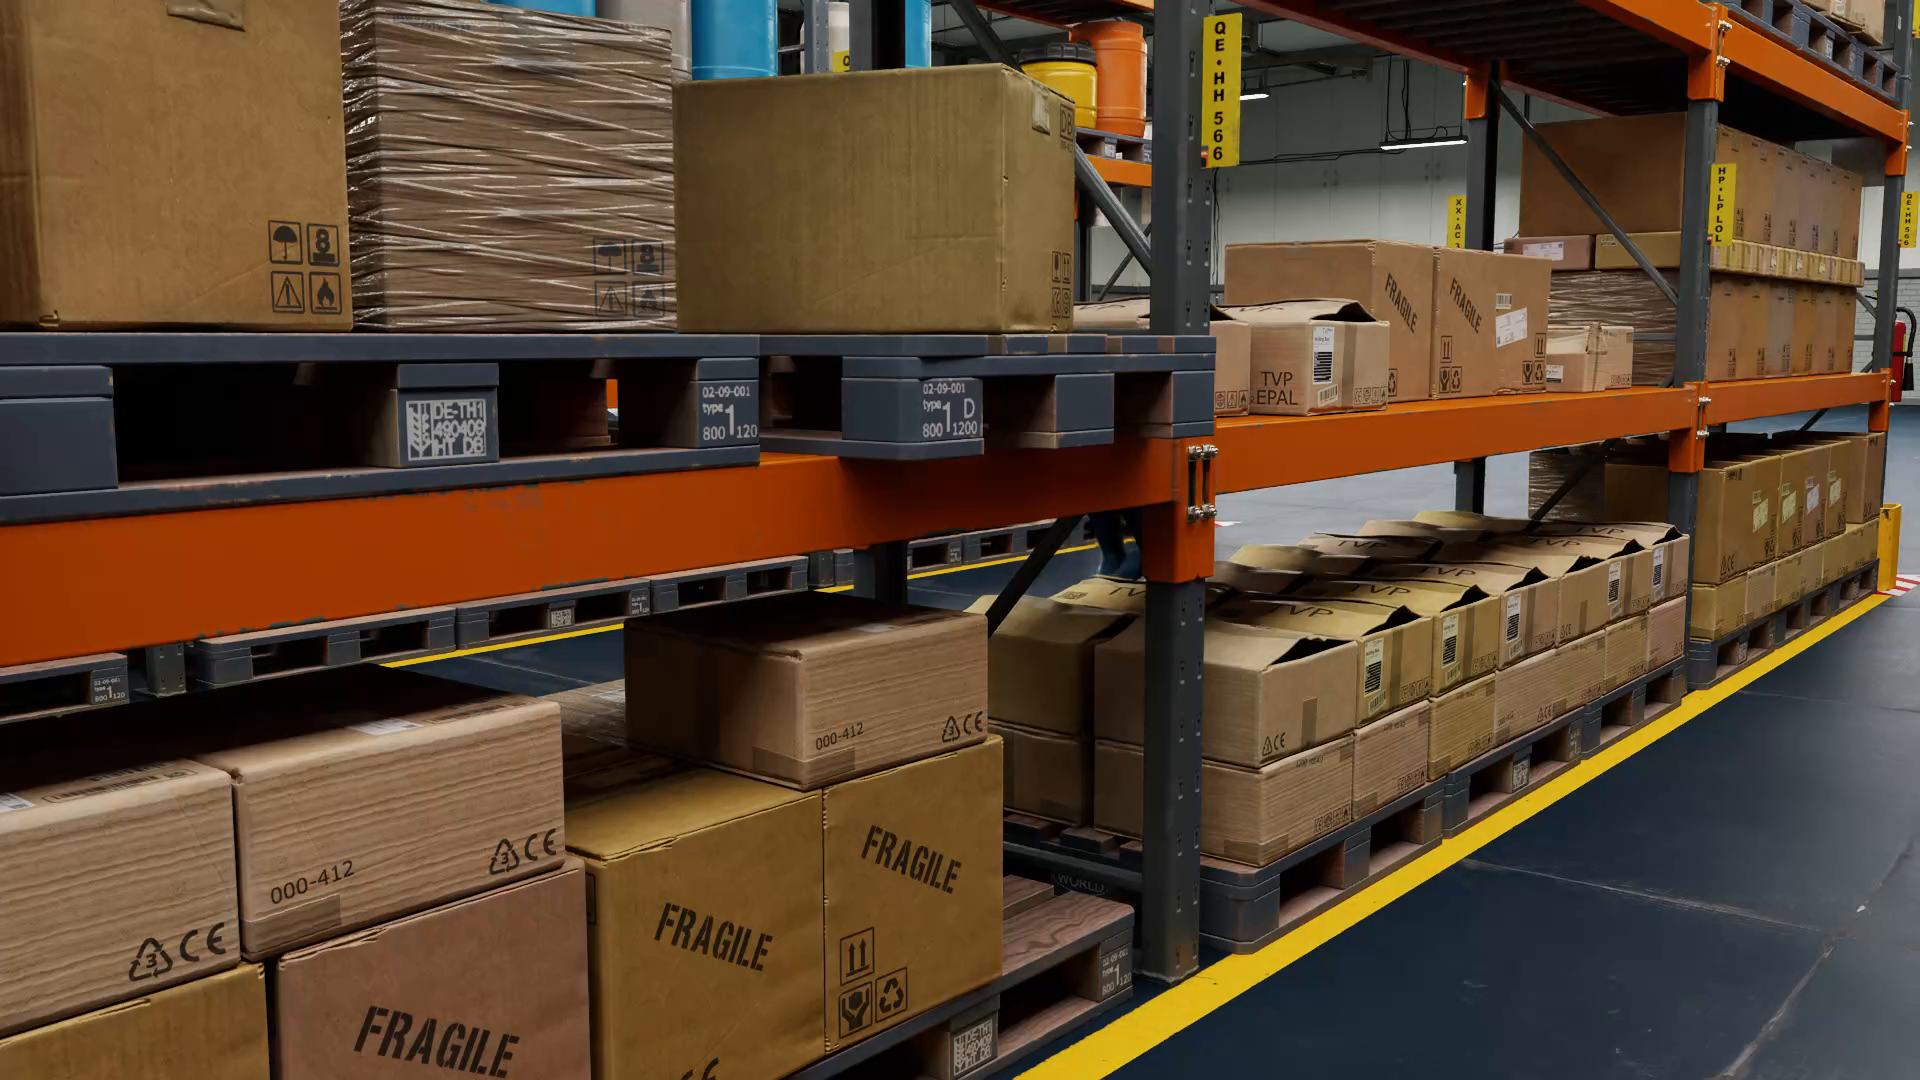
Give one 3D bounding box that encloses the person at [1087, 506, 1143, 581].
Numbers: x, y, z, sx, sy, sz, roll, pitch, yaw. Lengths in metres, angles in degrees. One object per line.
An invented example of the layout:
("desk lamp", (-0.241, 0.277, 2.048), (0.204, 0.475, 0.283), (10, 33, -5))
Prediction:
("person", (0.792, -0.243, 8.280), (0.609, 1.495, 0.579), (4, 8, 32))
